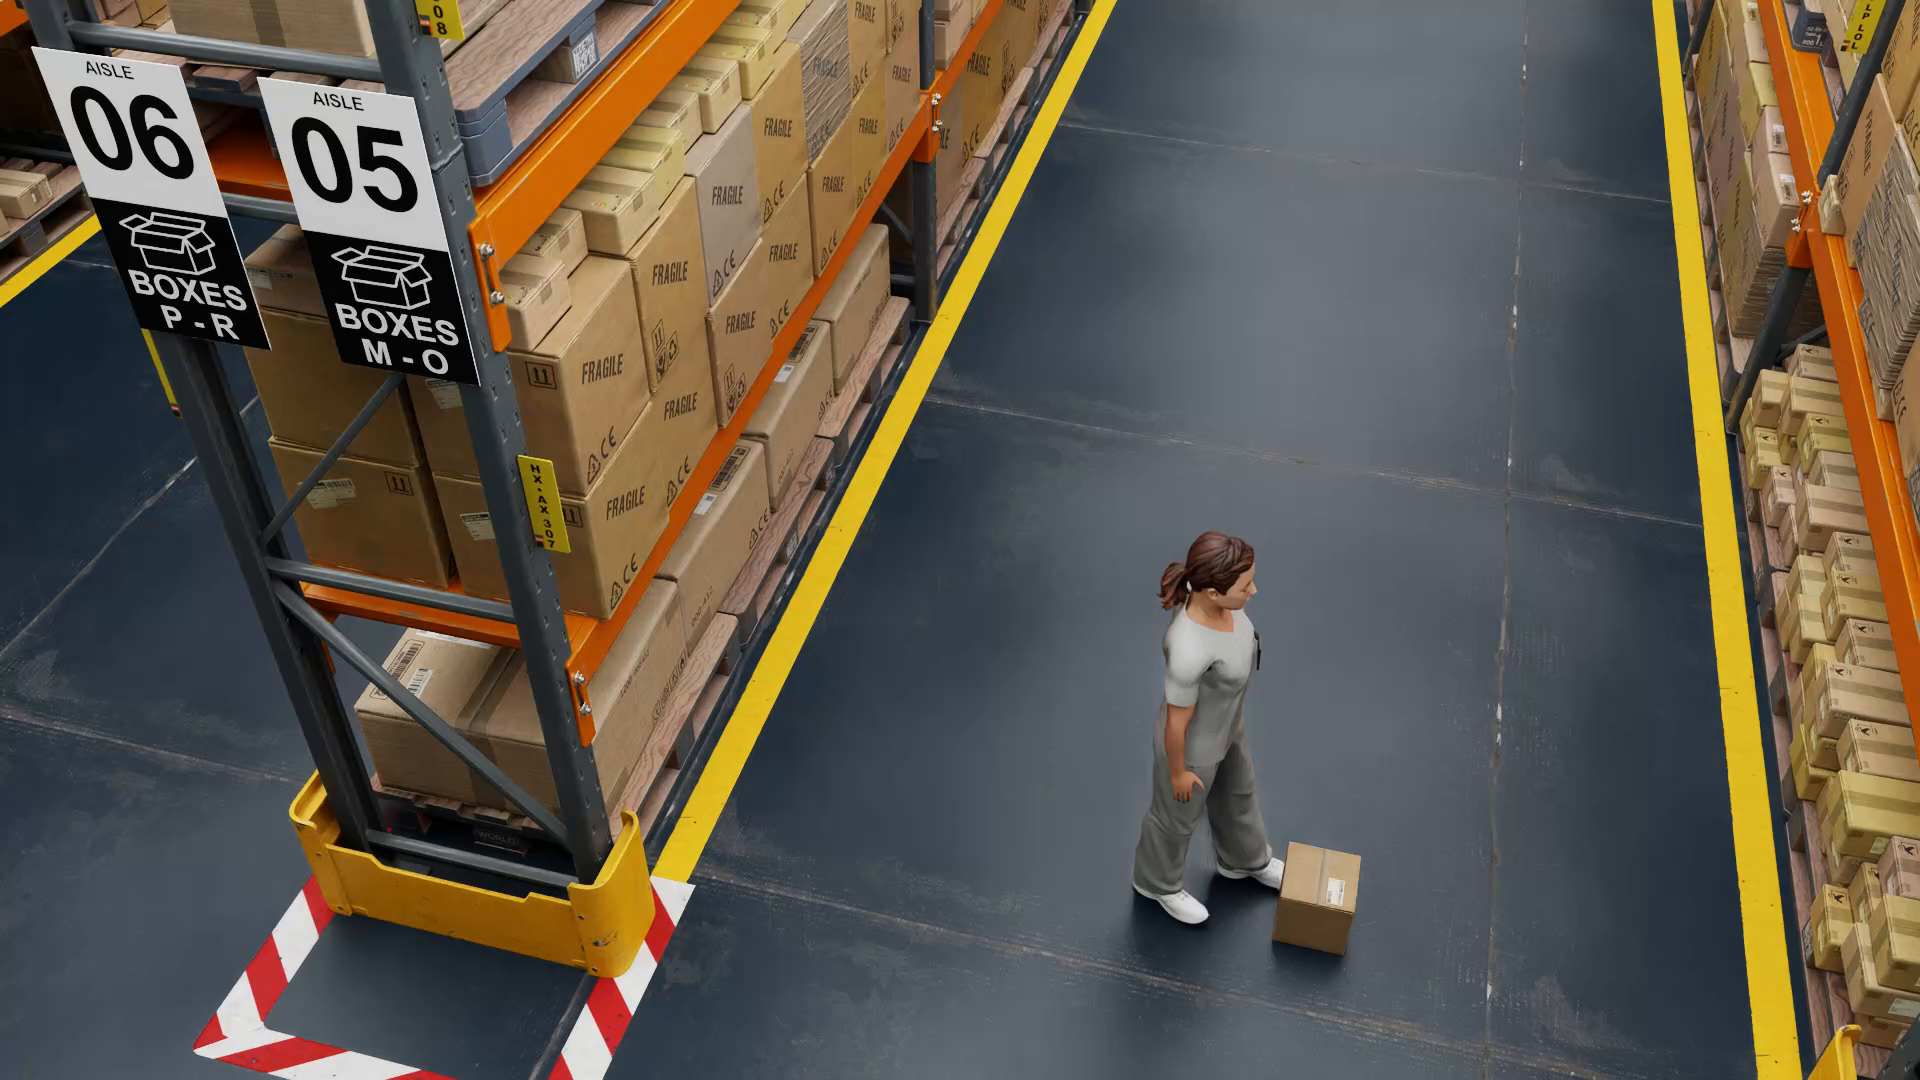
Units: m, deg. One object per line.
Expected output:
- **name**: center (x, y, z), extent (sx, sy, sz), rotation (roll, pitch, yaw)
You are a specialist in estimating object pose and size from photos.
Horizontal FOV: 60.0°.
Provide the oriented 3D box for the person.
- **person**: center (0.892, 0.644, 5.404), extent (0.608, 1.674, 0.499), rotation (14, 43, 15)
